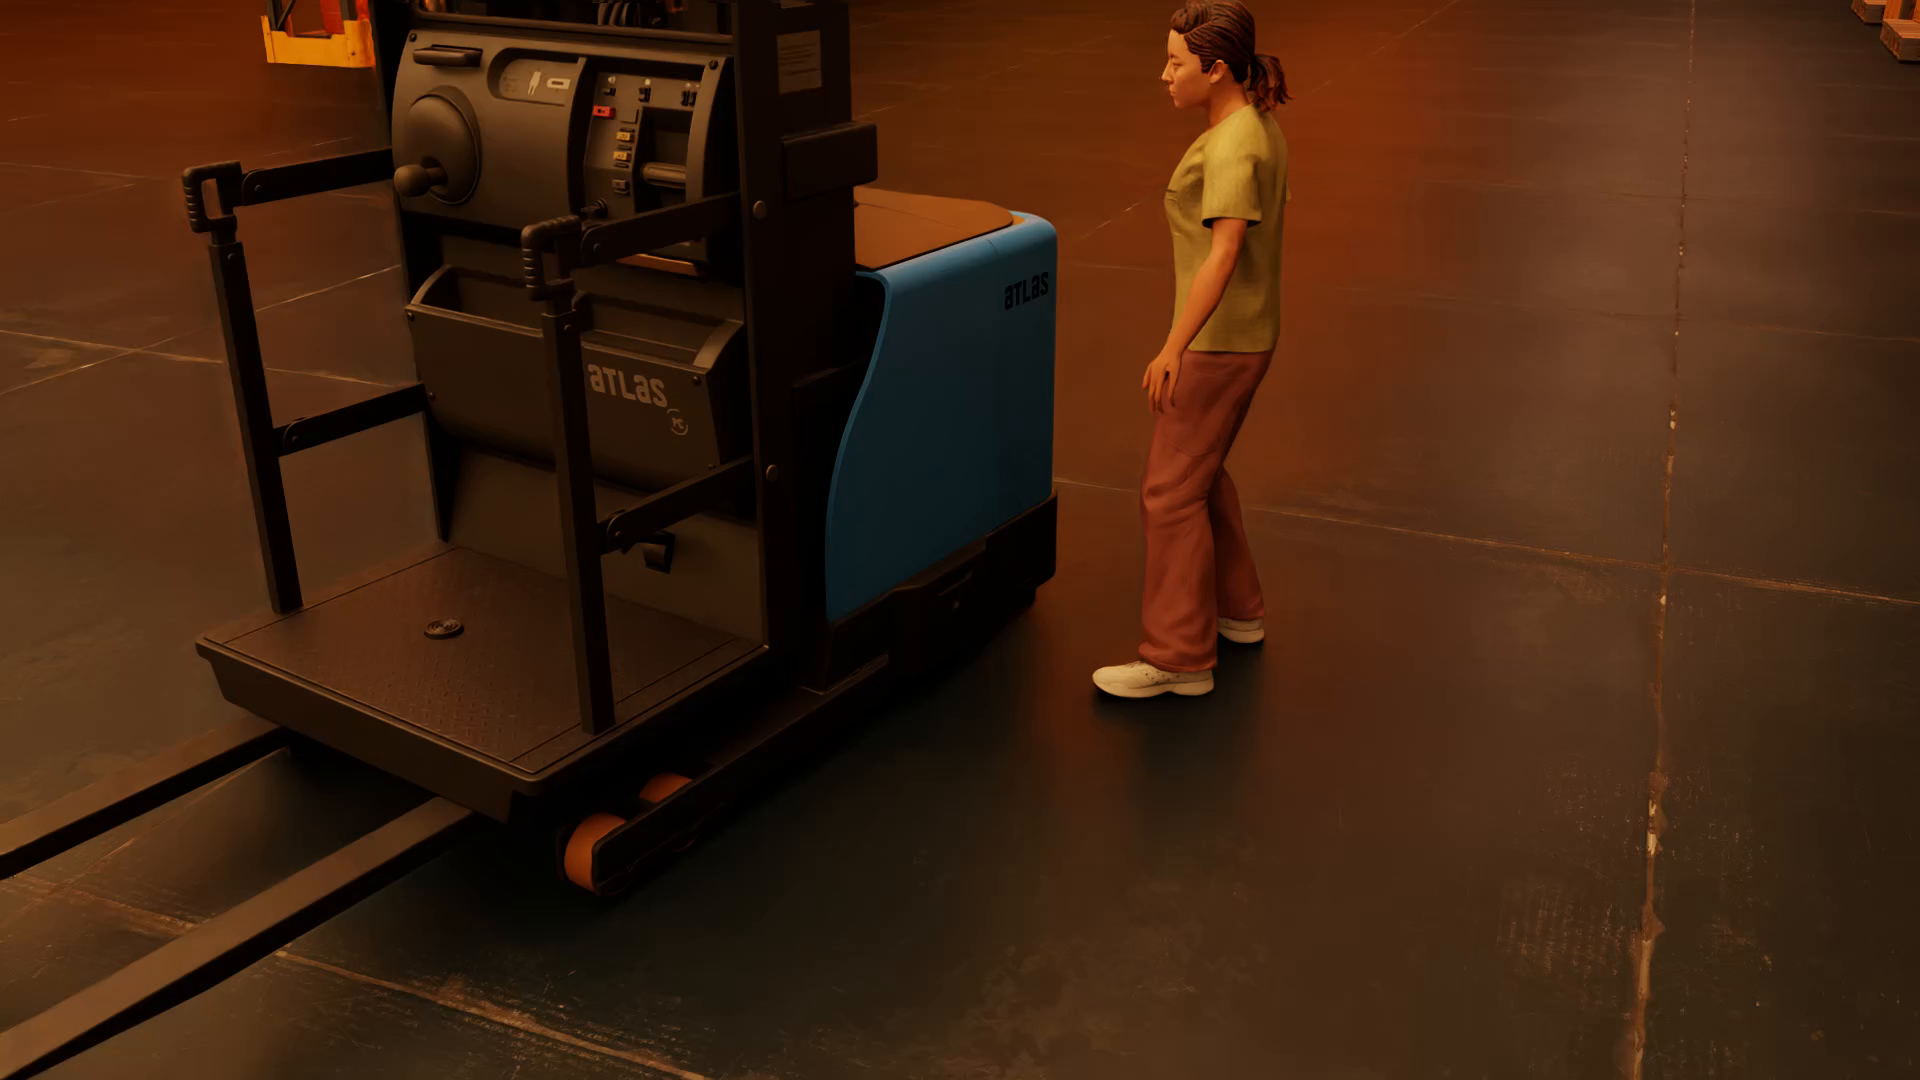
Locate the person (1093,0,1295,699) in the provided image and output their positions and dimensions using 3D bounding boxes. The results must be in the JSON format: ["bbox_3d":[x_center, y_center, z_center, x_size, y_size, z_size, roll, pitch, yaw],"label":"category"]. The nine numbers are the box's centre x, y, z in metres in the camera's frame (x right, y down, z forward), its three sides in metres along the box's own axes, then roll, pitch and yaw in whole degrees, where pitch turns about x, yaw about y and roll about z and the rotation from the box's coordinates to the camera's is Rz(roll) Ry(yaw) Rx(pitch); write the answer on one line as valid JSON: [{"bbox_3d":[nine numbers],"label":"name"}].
[{"bbox_3d":[0.606,-0.479,4.104,0.387,1.650,0.704,6,24,15],"label":"person"}]

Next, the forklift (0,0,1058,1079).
[{"bbox_3d":[-0.972,-0.840,3.303,1.130,2.935,3.031,15,27,31],"label":"forklift"}]
